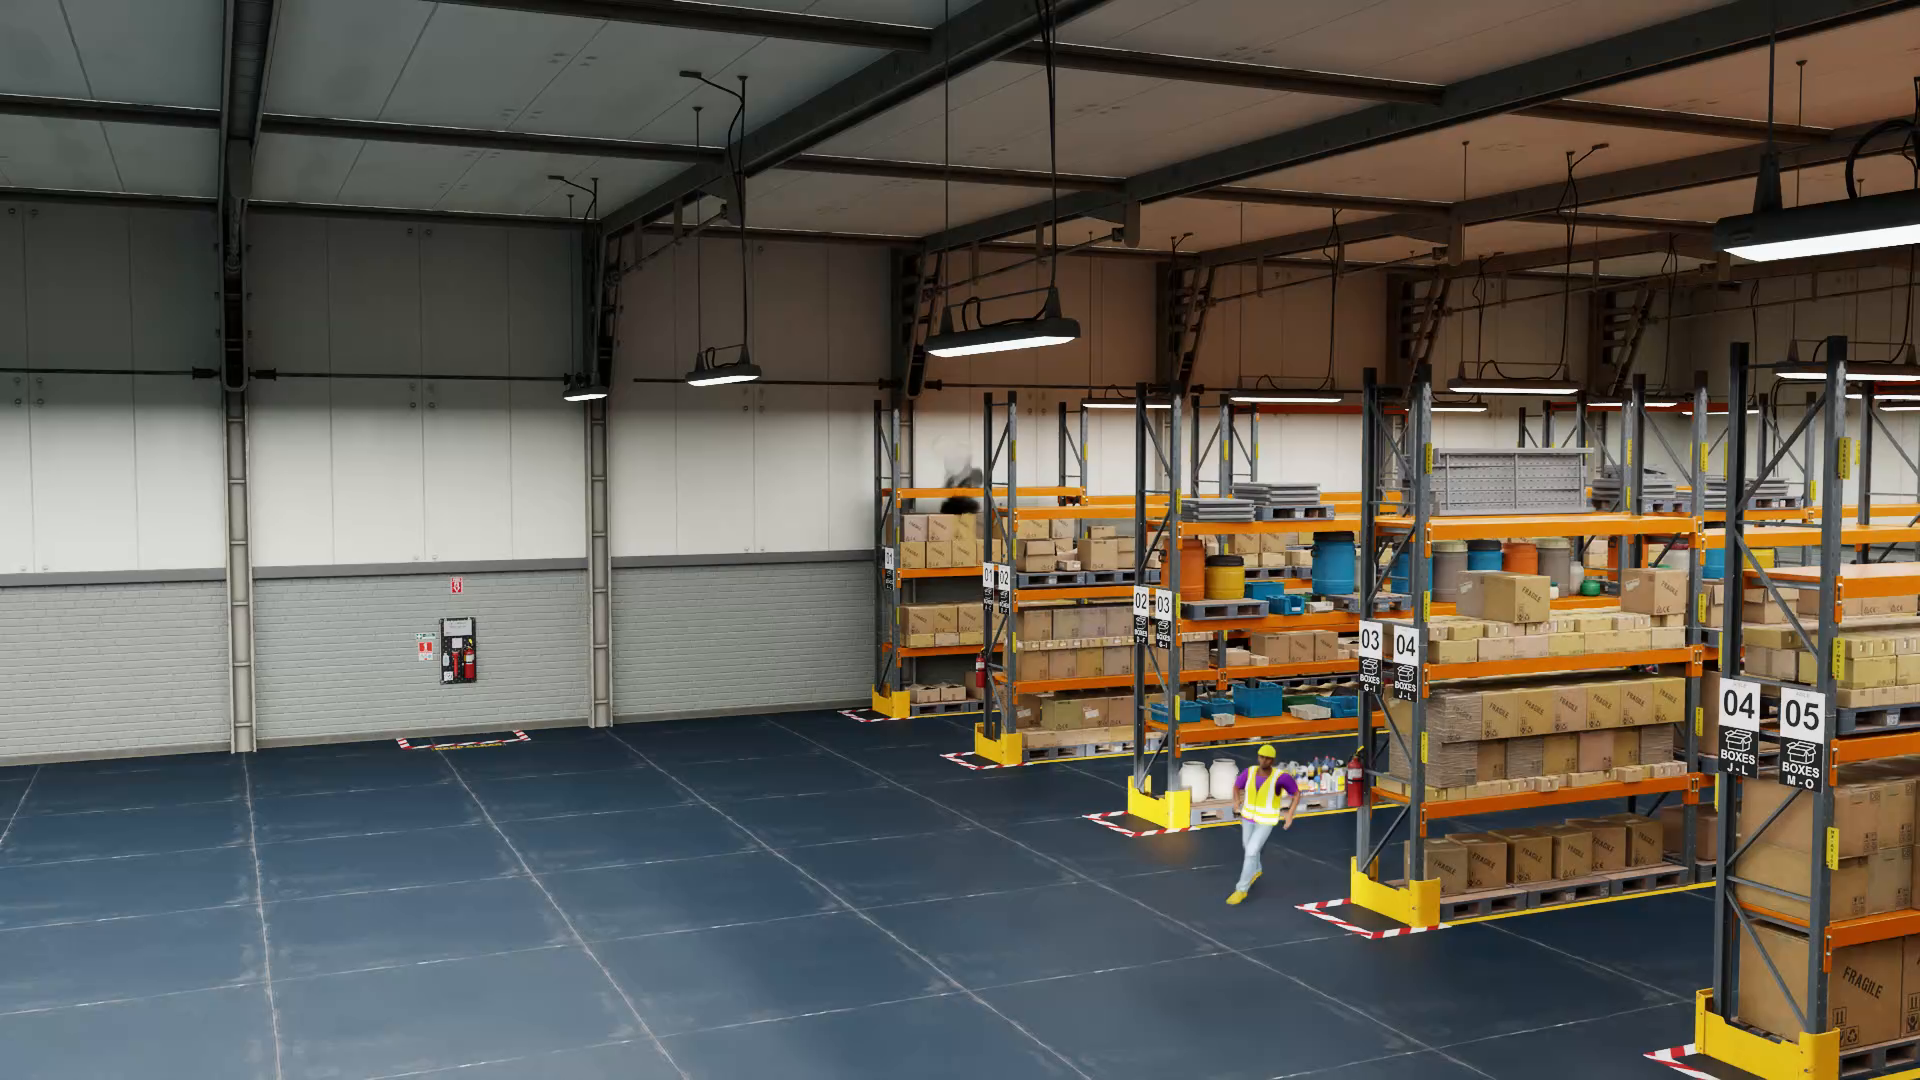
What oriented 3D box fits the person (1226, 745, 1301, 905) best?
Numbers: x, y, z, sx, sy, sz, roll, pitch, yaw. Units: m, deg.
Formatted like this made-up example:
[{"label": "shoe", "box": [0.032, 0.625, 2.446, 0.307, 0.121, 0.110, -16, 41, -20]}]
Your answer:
[{"label": "person", "box": [3.387, 3.186, 18.820, 0.757, 1.763, 0.923, 3, 4, 40]}]
